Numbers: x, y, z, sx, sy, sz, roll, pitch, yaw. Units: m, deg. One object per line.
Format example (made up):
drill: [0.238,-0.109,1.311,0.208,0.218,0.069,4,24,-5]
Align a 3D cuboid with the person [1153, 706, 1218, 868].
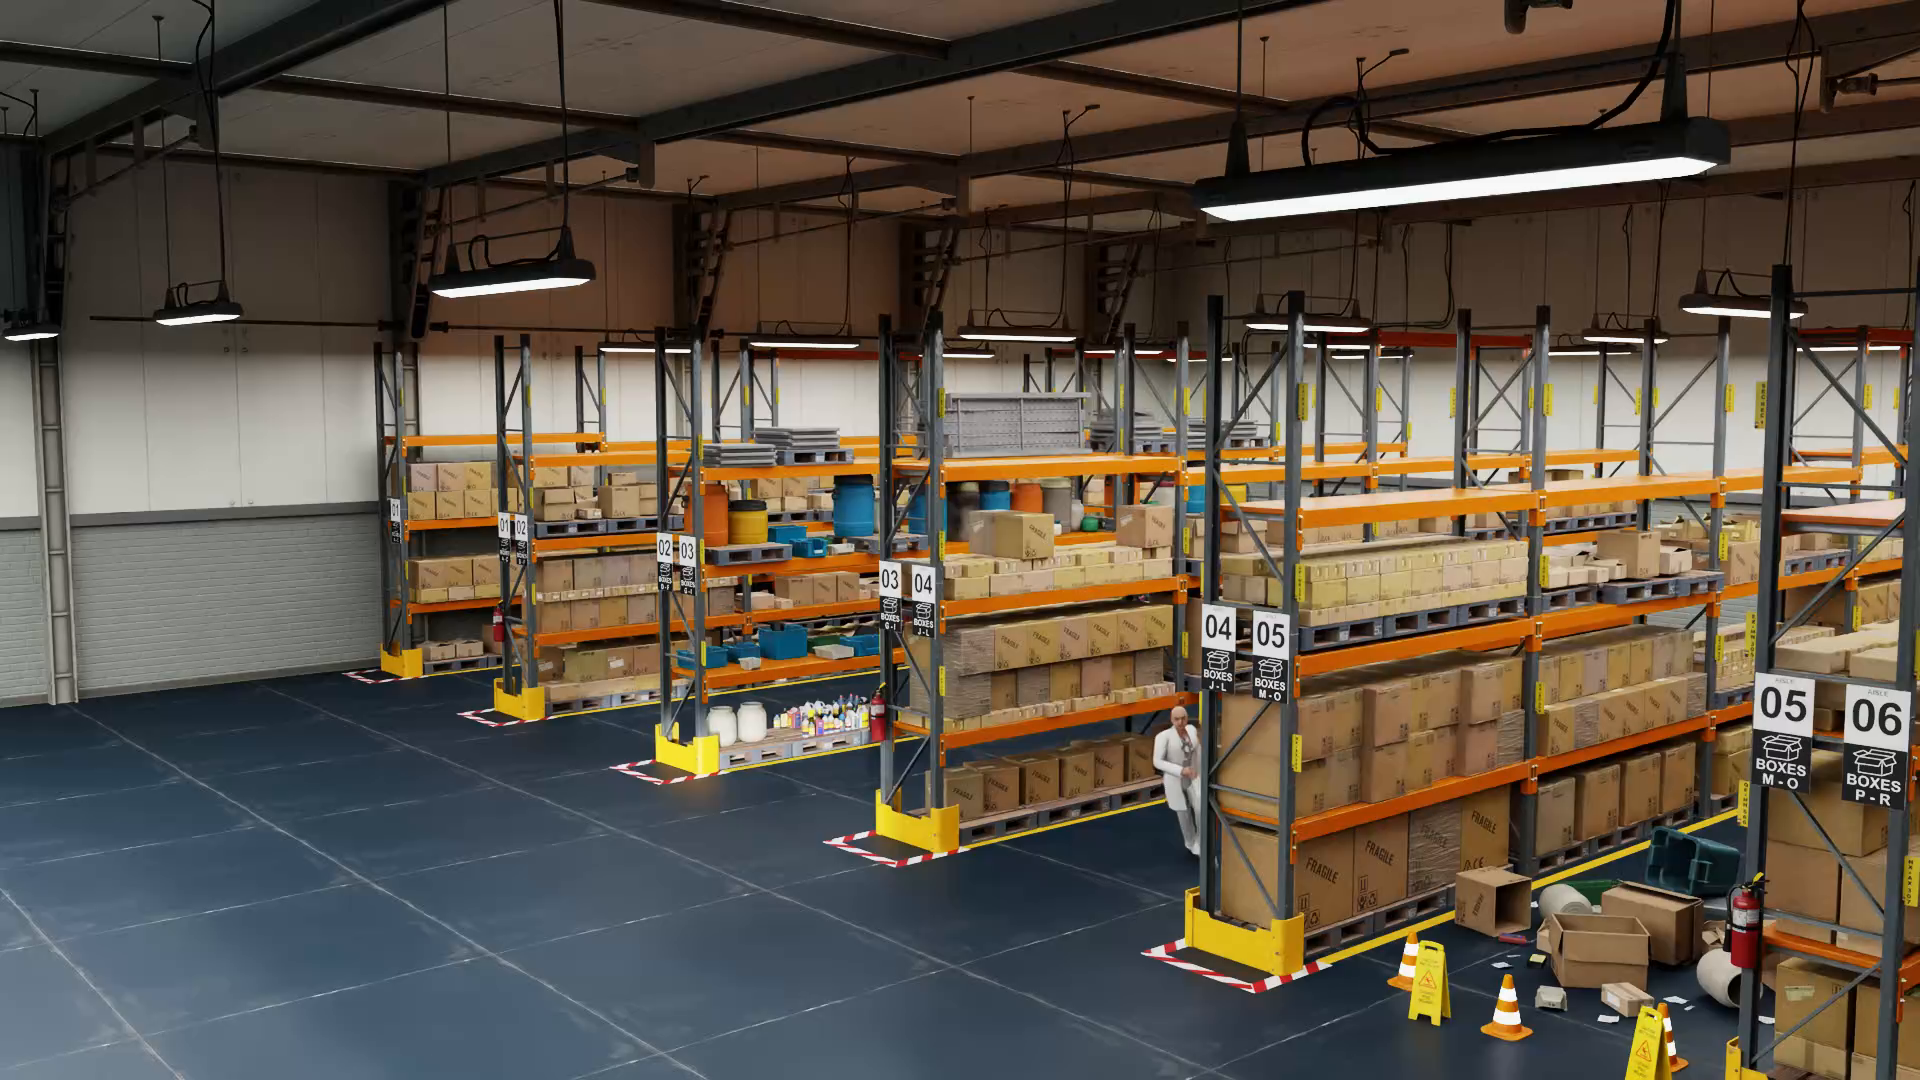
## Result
person: [2.418,2.668,18.105,0.736,1.780,0.802,0,5,-5]
